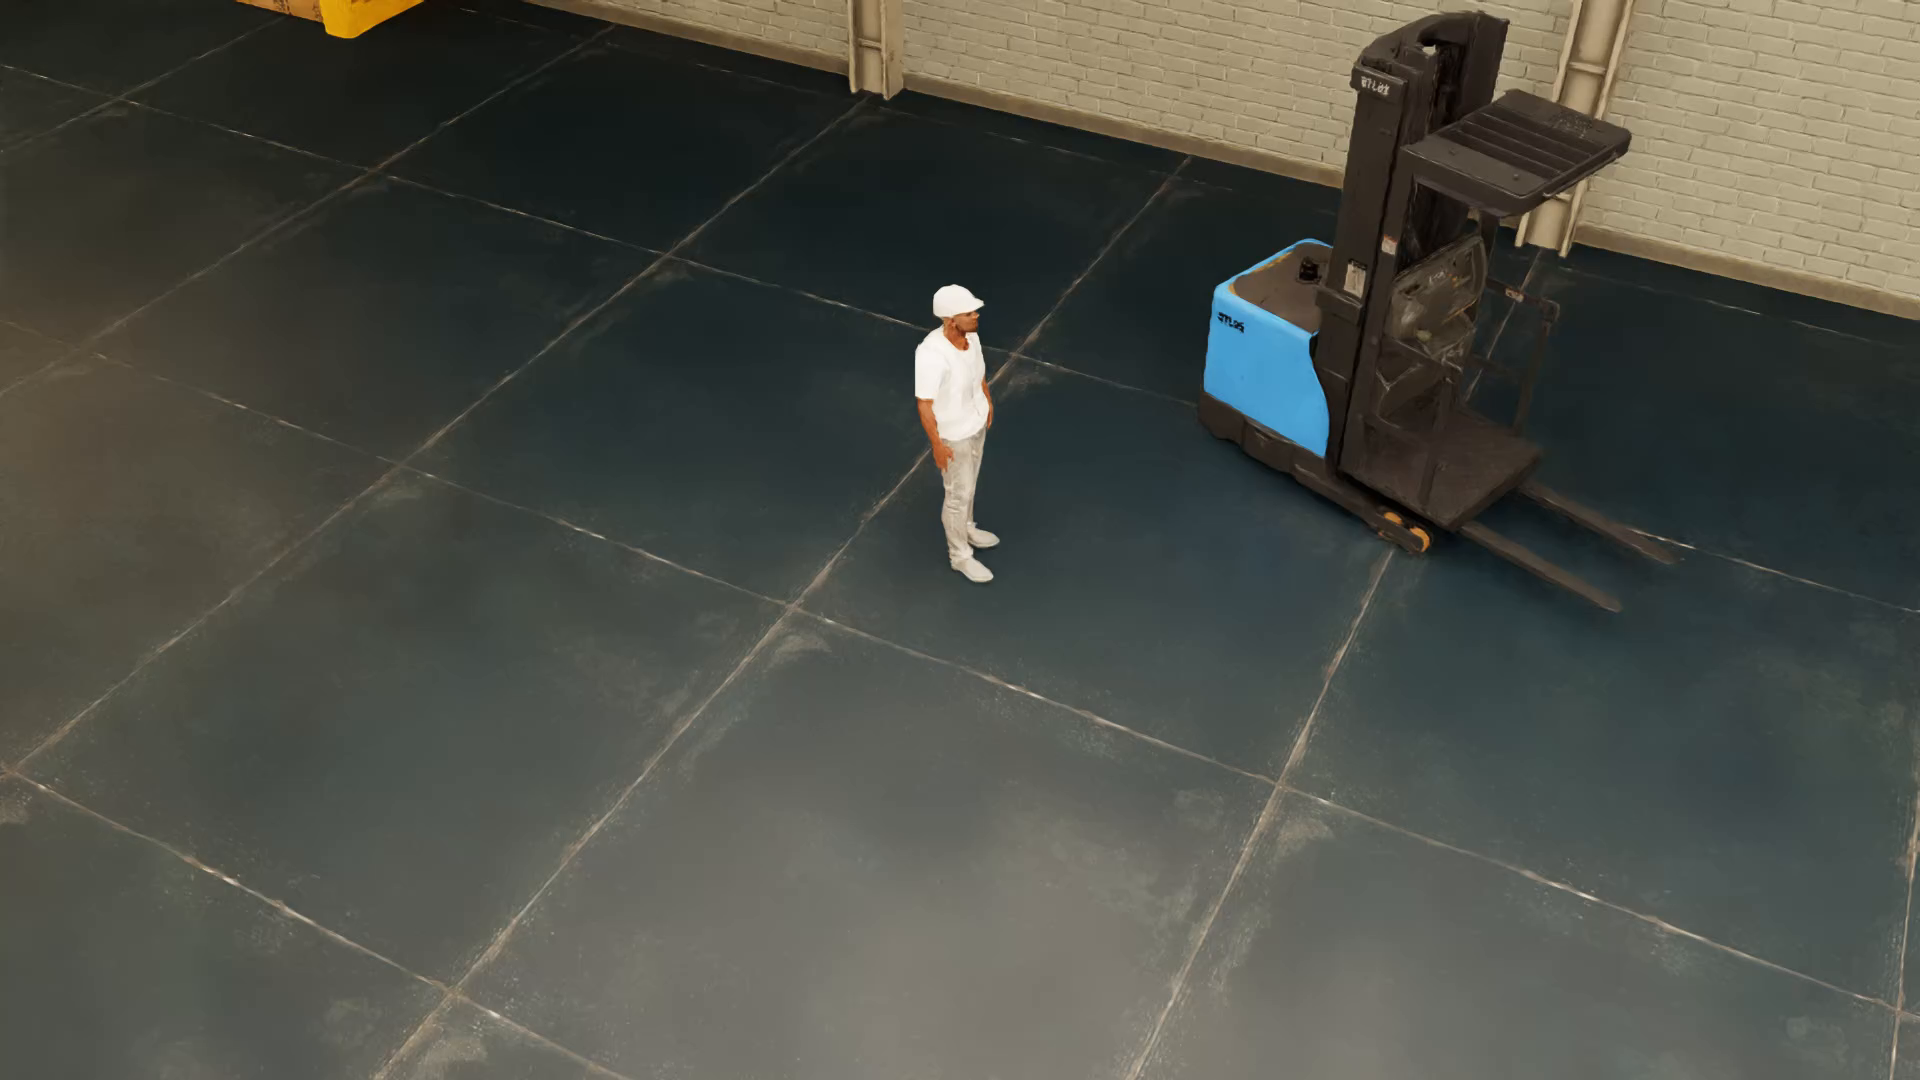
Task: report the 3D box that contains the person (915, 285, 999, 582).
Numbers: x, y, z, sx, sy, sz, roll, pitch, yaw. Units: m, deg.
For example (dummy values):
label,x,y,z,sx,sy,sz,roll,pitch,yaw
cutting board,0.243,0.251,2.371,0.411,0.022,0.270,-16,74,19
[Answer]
label,x,y,z,sx,sy,sz,roll,pitch,yaw
person,0.059,-0.655,9.662,0.575,1.760,0.664,18,43,21

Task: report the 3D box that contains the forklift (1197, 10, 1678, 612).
label,x,y,z,sx,sy,sz,roll,pitch,yaw
forklift,2.954,-1.406,9.656,1.130,2.935,3.031,-31,49,-31
